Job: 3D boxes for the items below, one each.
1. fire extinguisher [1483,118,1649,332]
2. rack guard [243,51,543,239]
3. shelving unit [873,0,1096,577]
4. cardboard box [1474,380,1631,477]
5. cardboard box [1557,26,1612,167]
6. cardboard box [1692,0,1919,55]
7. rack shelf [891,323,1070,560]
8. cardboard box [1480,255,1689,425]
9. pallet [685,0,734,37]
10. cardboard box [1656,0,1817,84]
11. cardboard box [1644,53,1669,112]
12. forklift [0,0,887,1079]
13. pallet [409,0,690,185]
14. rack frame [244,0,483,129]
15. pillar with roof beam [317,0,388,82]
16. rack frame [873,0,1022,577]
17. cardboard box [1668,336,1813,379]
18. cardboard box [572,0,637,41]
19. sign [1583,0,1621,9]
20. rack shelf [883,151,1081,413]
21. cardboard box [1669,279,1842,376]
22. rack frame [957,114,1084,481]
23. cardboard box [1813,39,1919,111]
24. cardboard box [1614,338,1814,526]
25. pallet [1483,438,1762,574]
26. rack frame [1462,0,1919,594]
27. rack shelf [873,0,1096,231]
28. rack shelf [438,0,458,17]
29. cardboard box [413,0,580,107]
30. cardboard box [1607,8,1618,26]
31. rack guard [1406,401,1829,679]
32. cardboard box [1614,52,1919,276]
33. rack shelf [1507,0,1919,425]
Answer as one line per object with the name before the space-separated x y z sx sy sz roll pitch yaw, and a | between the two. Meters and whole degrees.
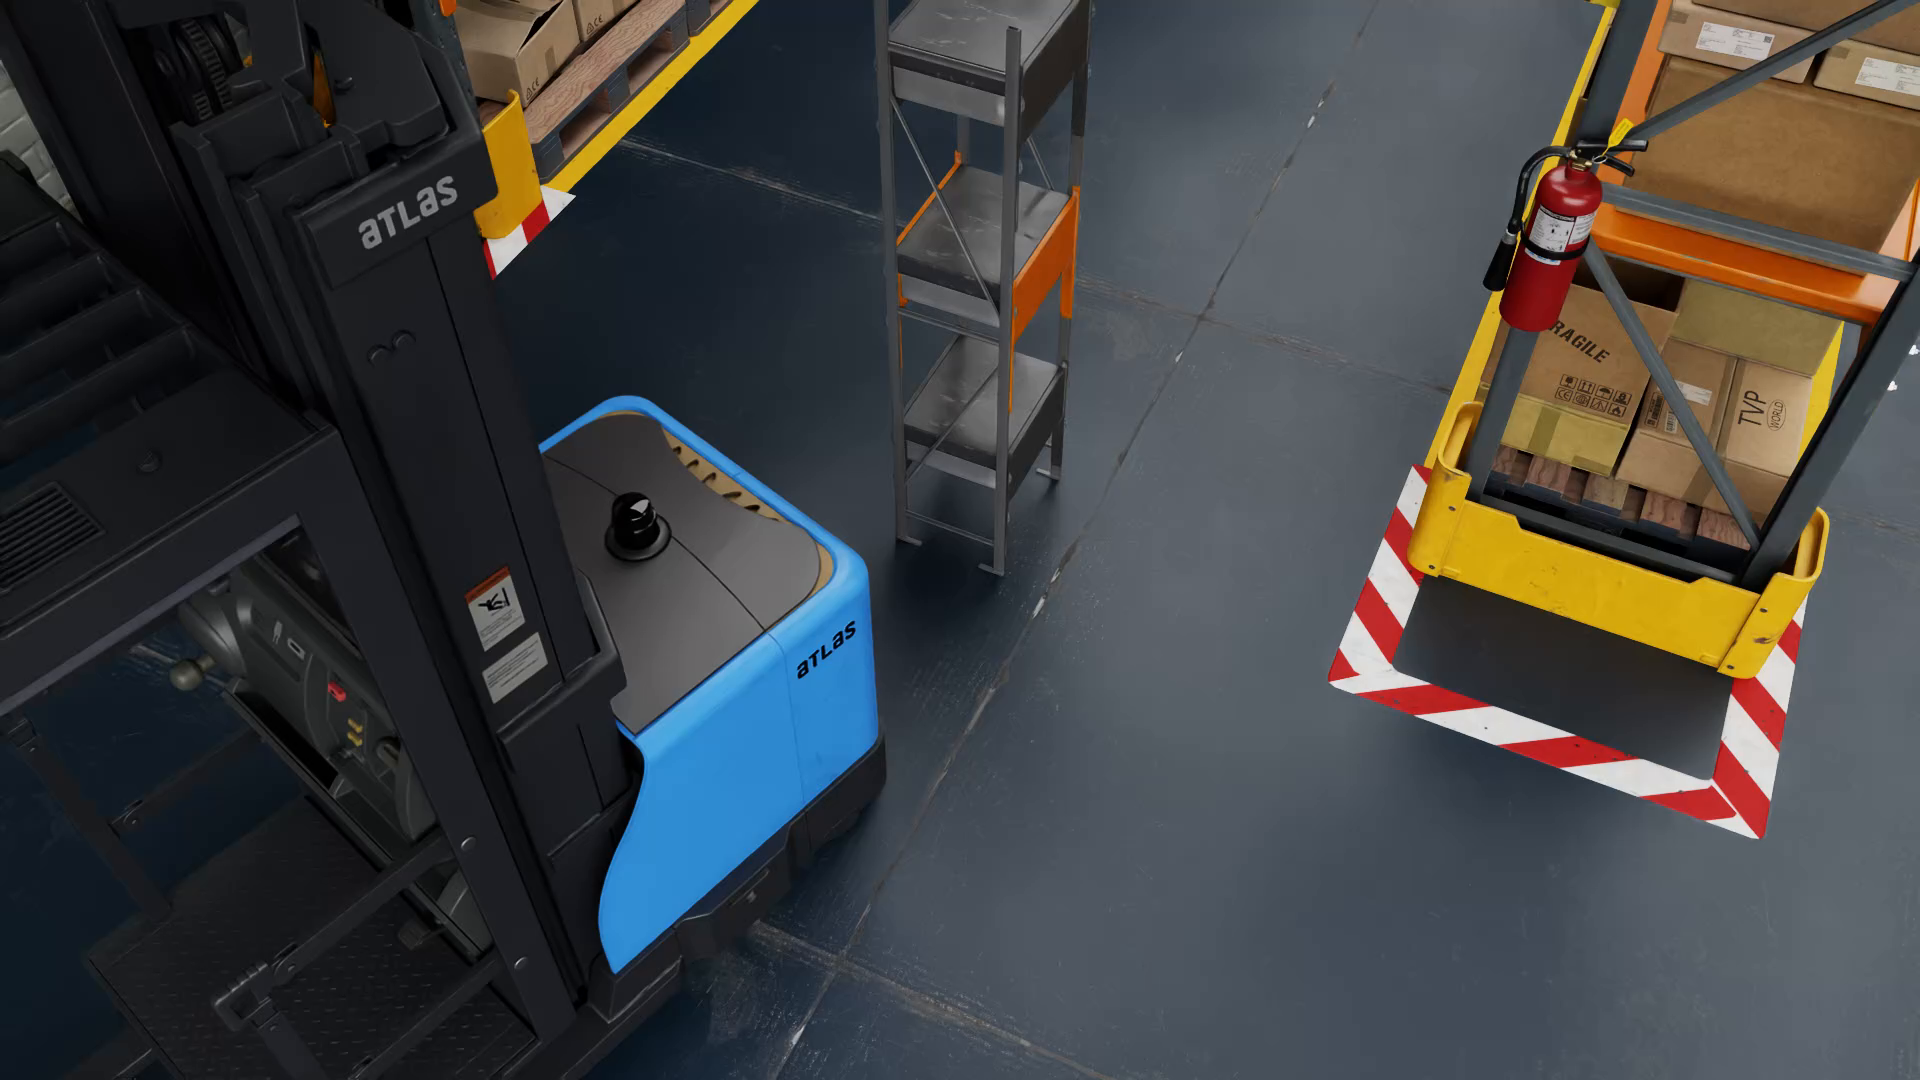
fire extinguisher | 1.650 -0.876 4.577 0.296 0.674 0.183 20 52 16
rack guard | -2.327 -1.683 6.854 1.175 0.500 0.348 20 52 16
shelving unit | 0.071 -0.794 5.047 0.431 2.100 0.503 20 52 16
cardboard box | 2.082 -0.542 5.771 0.500 0.250 0.500 20 52 16
cardboard box | 2.495 -1.479 6.076 0.500 0.500 0.500 20 52 16
cardboard box | 2.354 -1.638 4.257 0.700 0.500 0.500 20 52 16
rack shelf | 0.071 -0.332 5.591 0.431 0.518 0.480 20 52 16
cardboard box | 2.081 -0.786 5.486 0.500 0.500 0.500 20 52 16
pallet | -1.426 -2.975 8.142 1.003 0.211 1.213 20 52 16
cardboard box | 2.111 -1.399 4.480 0.380 0.149 0.250 19 52 15
cardboard box | 2.552 -1.545 5.029 0.700 0.500 0.500 21 53 17
forklift | -1.590 0.384 3.499 1.130 2.935 3.031 35 58 26
pallet | -1.948 -2.138 7.430 1.003 0.211 1.213 20 52 16
rack frame | -2.360 -2.441 5.857 1.000 3.000 0.127 20 52 16
pillar with roof beam | 1.049 -3.748 3.030 9.100 9.000 0.400 20 52 16
rack frame | -0.034 -0.626 4.904 0.400 2.100 0.015 20 52 16
cardboard box | 2.761 -0.719 5.922 0.500 0.250 0.500 20 52 16
cardboard box | -1.739 -2.552 7.428 0.500 0.311 0.500 24 54 19
sign | 1.636 -1.470 4.115 0.100 0.325 0.005 20 52 16
rack shelf | 0.071 -0.786 5.058 0.431 0.518 0.480 20 52 16
cardboard box | 2.763 -0.962 5.636 0.500 0.500 0.500 20 52 16
rack frame | 0.175 -0.962 5.190 0.400 2.100 0.015 20 52 16
cardboard box | 2.483 -1.274 4.373 0.380 0.149 0.250 19 52 16
cardboard box | 2.551 -0.374 5.628 0.500 0.250 0.500 20 52 16
pallet | 2.409 -0.468 6.010 1.003 0.211 1.213 20 52 16
rack frame | 2.121 -0.832 4.488 1.000 3.000 0.127 20 52 16
rack shelf | 0.071 -1.239 4.525 0.431 0.518 0.480 20 52 16
rack shelf | -1.506 -3.585 7.303 1.077 0.370 4.000 20 52 16
cardboard box | -1.983 -2.159 7.094 0.500 0.311 0.500 14 51 12
cardboard box | 2.709 -1.823 6.369 0.500 0.500 0.500 20 52 16
rack guard | 2.110 -0.005 5.426 1.175 0.500 0.348 20 52 16
cardboard box | 2.332 -1.181 4.720 0.700 0.500 0.500 20 52 16
rack shelf | 2.975 -1.976 5.934 1.077 0.370 4.000 20 52 16
